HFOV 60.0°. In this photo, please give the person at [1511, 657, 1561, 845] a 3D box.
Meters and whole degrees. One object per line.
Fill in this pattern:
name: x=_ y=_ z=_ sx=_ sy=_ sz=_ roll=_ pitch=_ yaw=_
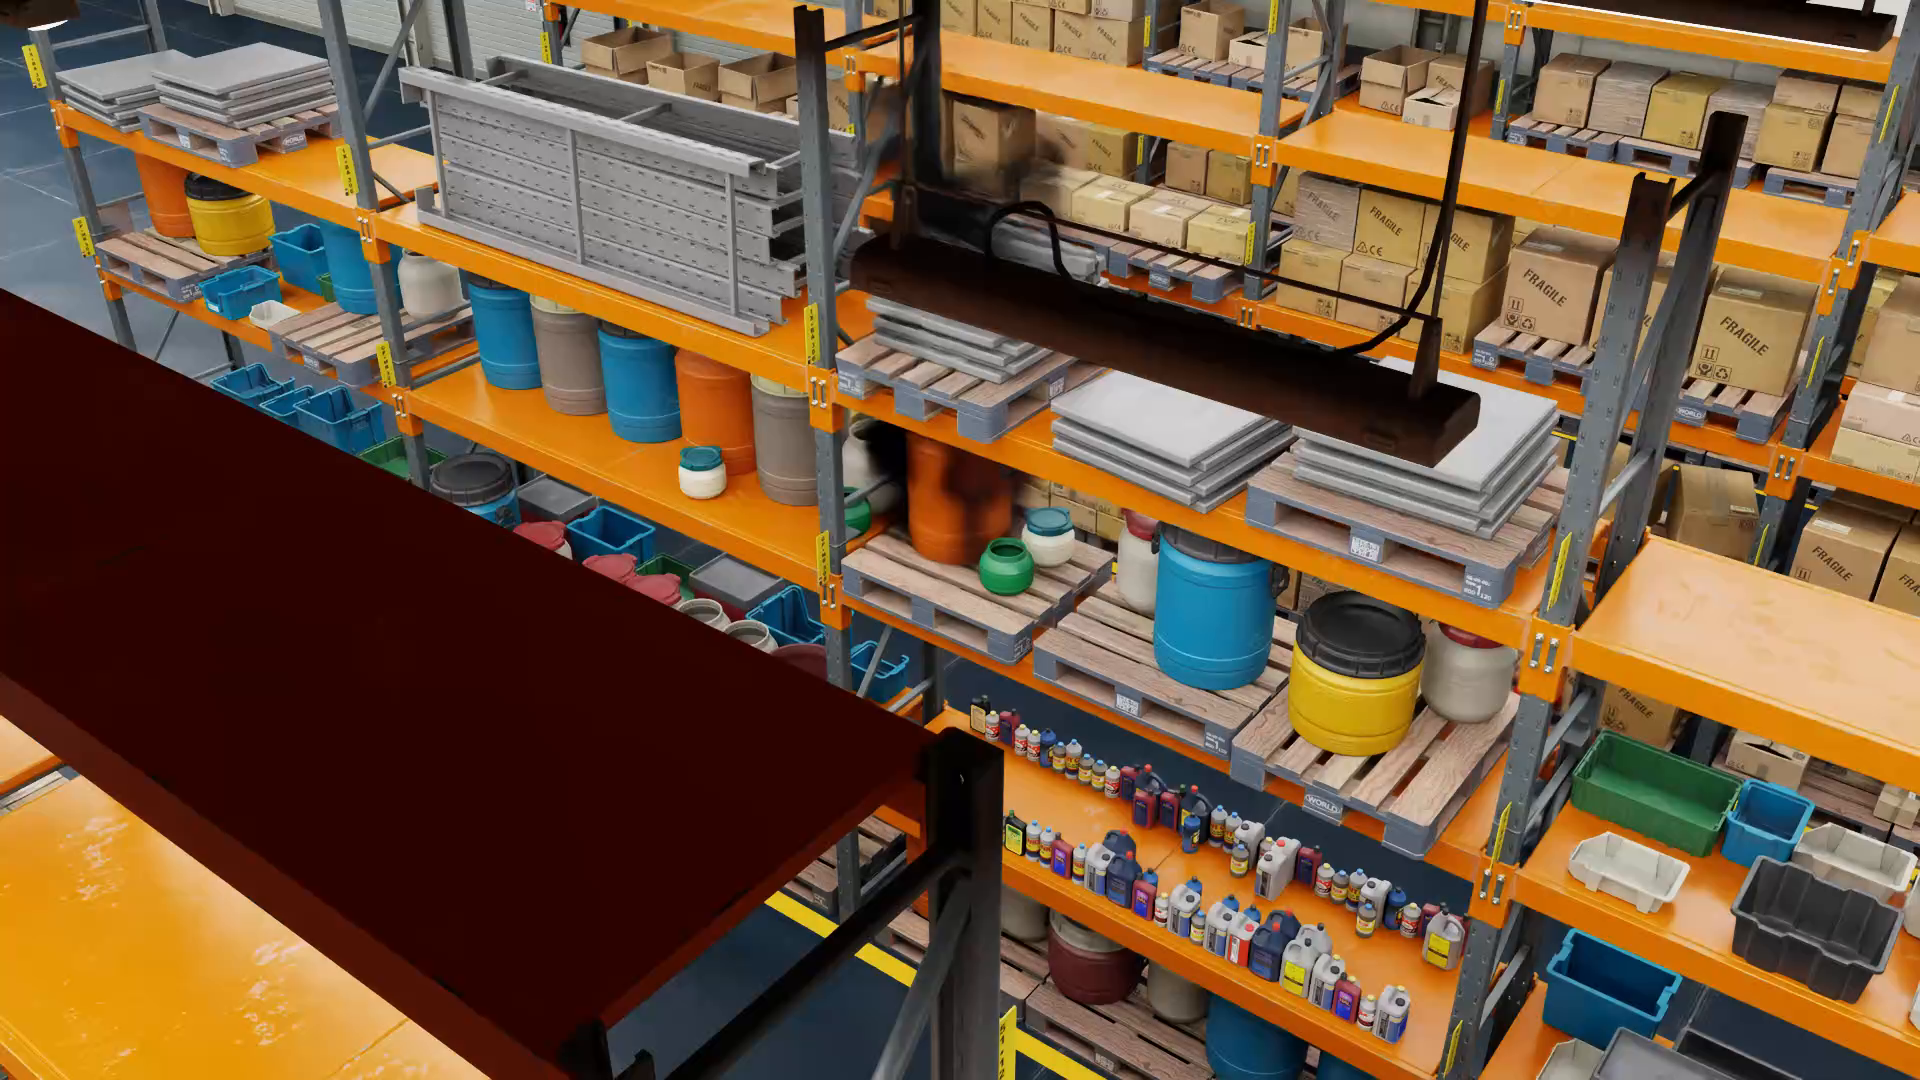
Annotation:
person: x=3.744 y=1.494 z=11.225 sx=0.598 sy=1.698 sz=0.678 roll=16 pitch=35 yaw=24
